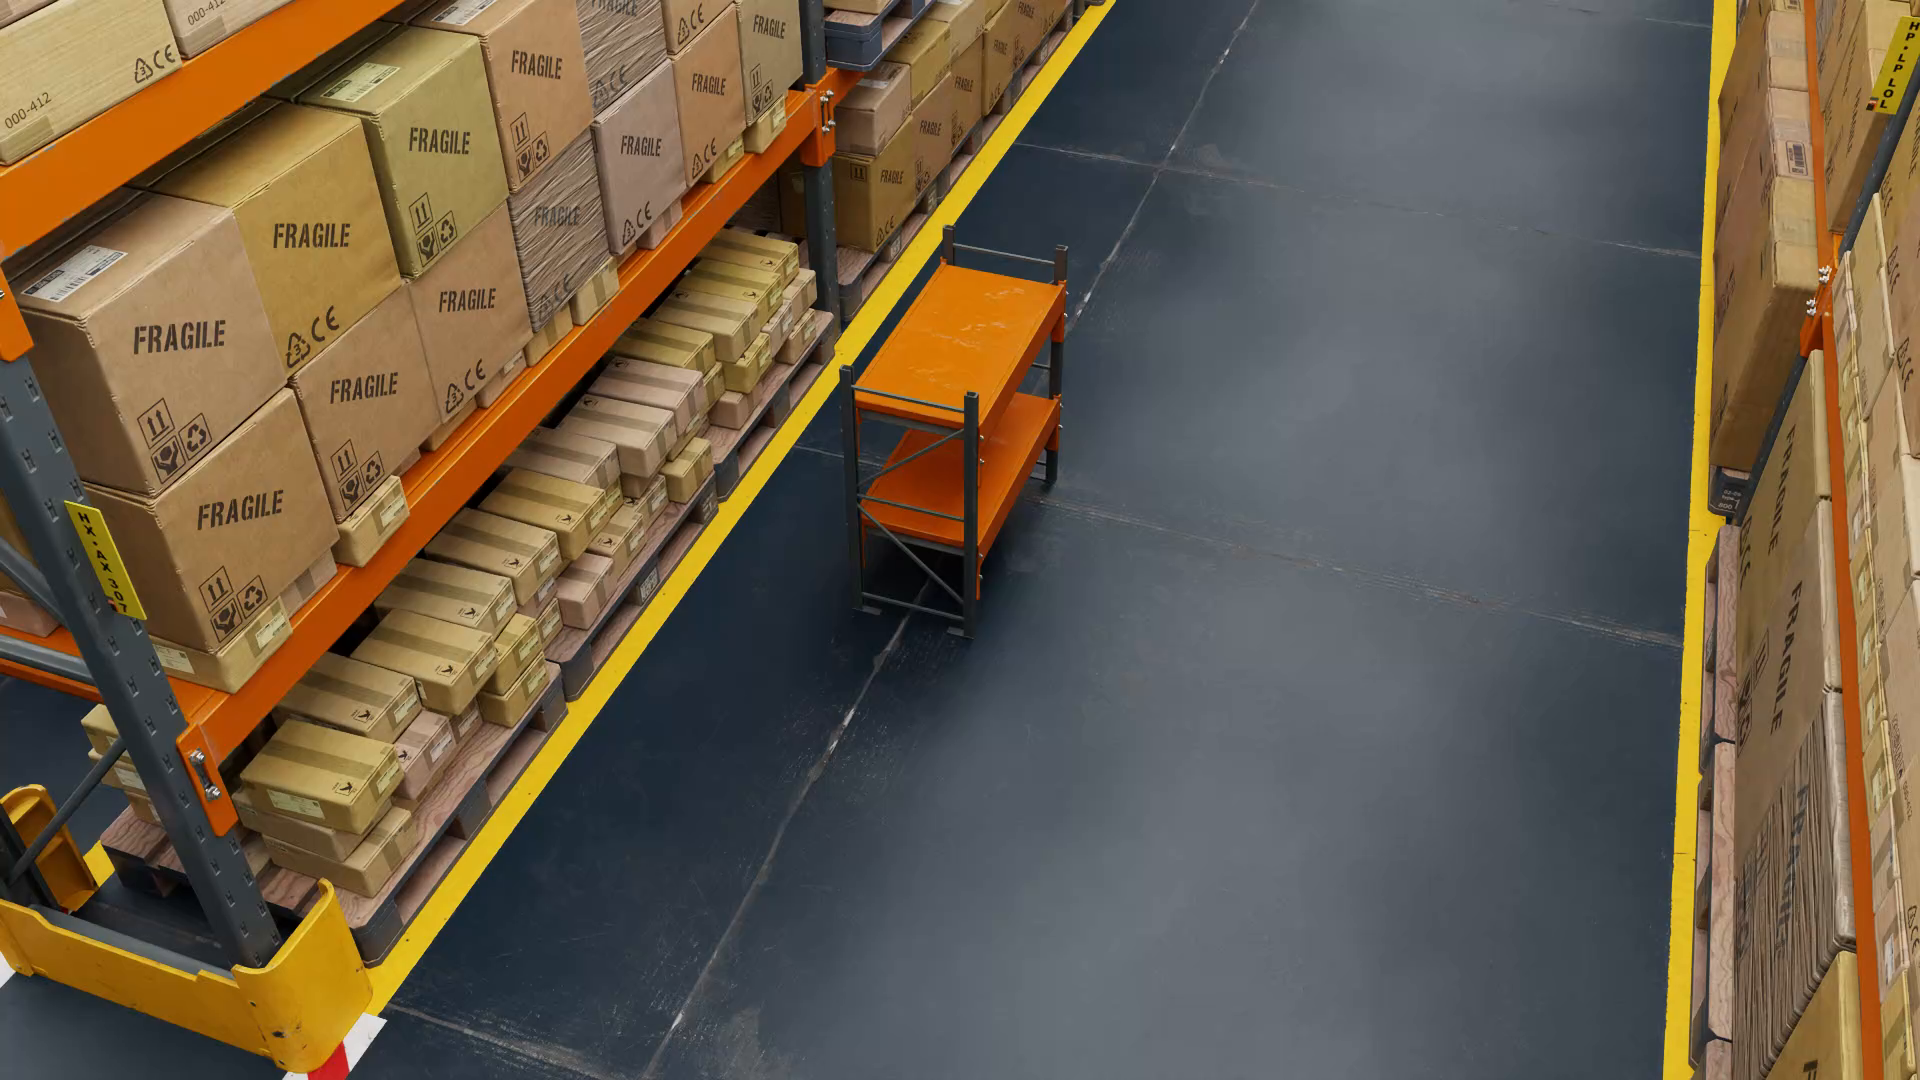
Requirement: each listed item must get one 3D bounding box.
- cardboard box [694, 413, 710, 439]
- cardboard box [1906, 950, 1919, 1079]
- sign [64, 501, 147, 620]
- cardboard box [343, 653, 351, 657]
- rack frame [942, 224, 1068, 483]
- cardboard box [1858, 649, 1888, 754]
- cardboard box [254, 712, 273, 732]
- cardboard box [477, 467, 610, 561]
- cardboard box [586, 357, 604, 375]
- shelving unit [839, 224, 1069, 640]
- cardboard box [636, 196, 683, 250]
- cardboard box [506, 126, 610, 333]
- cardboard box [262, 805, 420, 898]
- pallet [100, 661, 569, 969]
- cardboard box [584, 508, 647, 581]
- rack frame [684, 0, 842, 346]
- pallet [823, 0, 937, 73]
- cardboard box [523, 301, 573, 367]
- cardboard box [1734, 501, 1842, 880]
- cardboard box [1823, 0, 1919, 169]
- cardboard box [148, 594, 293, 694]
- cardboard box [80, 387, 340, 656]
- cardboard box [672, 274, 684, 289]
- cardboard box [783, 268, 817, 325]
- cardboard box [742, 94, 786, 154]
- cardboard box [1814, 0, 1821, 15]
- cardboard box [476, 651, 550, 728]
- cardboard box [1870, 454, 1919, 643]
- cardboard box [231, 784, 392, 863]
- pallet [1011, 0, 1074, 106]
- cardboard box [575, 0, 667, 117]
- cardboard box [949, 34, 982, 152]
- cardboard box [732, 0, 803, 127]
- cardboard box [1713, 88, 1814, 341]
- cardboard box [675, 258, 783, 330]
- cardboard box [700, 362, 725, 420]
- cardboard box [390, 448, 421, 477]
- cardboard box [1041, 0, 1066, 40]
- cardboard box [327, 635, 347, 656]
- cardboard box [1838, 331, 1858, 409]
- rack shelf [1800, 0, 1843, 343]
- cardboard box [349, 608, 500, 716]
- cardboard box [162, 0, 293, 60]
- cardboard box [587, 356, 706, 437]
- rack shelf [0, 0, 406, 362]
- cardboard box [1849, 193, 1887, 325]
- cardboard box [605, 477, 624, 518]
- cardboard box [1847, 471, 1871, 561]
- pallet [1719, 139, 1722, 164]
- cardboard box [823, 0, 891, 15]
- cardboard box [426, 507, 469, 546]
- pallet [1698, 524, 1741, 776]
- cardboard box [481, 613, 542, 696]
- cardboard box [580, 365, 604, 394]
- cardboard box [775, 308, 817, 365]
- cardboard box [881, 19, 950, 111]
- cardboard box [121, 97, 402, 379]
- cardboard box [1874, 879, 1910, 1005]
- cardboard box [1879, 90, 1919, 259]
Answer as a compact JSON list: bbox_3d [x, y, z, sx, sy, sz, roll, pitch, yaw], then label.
[{"bbox_3d":[-1.267,-0.493,6.890,0.380,0.149,0.250,12,42,14],"label":"cardboard box"},{"bbox_3d":[2.123,1.010,3.142,0.500,0.250,0.500,13,42,14],"label":"cardboard box"},{"bbox_3d":[-1.910,0.049,3.715,0.100,0.325,0.005,13,42,15],"label":"sign"},{"bbox_3d":[-2.272,0.494,5.733,0.380,0.149,0.250,13,42,15],"label":"cardboard box"},{"bbox_3d":[0.172,-0.734,6.743,0.500,1.125,0.032,13,42,15],"label":"rack frame"},{"bbox_3d":[2.455,0.444,4.112,0.380,0.149,0.250,13,42,15],"label":"cardboard box"},{"bbox_3d":[-2.337,0.436,5.342,0.380,0.149,0.250,14,42,16],"label":"cardboard box"},{"bbox_3d":[-1.490,-0.095,5.965,0.380,0.149,0.250,14,42,16],"label":"cardboard box"},{"bbox_3d":[-1.622,-0.835,6.833,0.380,0.149,0.250,12,42,14],"label":"cardboard box"},{"bbox_3d":[-0.002,-0.424,6.380,0.538,1.125,1.048,13,42,15],"label":"shelving unit"},{"bbox_3d":[-1.239,-1.205,6.045,0.380,0.149,0.250,12,42,13],"label":"cardboard box"},{"bbox_3d":[-1.499,-1.046,5.359,0.500,0.500,0.500,12,42,14],"label":"cardboard box"},{"bbox_3d":[-1.940,0.934,5.217,0.380,0.149,0.250,14,42,16],"label":"cardboard box"},{"bbox_3d":[-2.083,0.784,5.668,1.003,0.211,1.213,13,42,15],"label":"pallet"},{"bbox_3d":[-1.423,-0.013,6.327,0.380,0.149,0.250,13,42,15],"label":"cardboard box"},{"bbox_3d":[-1.052,-2.182,6.996,1.000,3.000,0.127,13,42,15],"label":"rack frame"},{"bbox_3d":[-0.654,-2.543,7.567,1.003,0.211,1.213,13,42,15],"label":"pallet"},{"bbox_3d":[-1.515,-0.734,5.493,0.380,0.149,0.250,15,43,17],"label":"cardboard box"},{"bbox_3d":[2.966,0.563,5.093,0.875,0.875,0.875,13,42,15],"label":"cardboard box"},{"bbox_3d":[3.654,-1.704,6.359,0.500,0.500,0.500,15,43,16],"label":"cardboard box"},{"bbox_3d":[-2.001,0.228,4.365,0.380,0.149,0.250,13,42,15],"label":"cardboard box"},{"bbox_3d":[-2.007,-0.106,4.257,0.500,0.500,0.500,15,43,17],"label":"cardboard box"},{"bbox_3d":[-1.476,-1.220,7.513,0.380,0.149,0.250,15,43,17],"label":"cardboard box"},{"bbox_3d":[-0.861,-1.108,7.381,0.380,0.149,0.250,14,42,16],"label":"cardboard box"},{"bbox_3d":[-0.915,-1.679,6.600,0.380,0.149,0.250,12,42,14],"label":"cardboard box"},{"bbox_3d":[4.174,-2.633,7.448,0.500,0.500,0.500,13,42,14],"label":"cardboard box"},{"bbox_3d":[-1.658,0.472,5.759,0.380,0.149,0.250,14,42,16],"label":"cardboard box"},{"bbox_3d":[2.645,0.071,4.242,0.500,0.250,0.500,13,42,15],"label":"cardboard box"},{"bbox_3d":[-1.999,0.807,5.137,0.380,0.149,0.250,15,43,17],"label":"cardboard box"},{"bbox_3d":[0.047,-3.085,10.203,1.003,0.211,1.213,13,42,15],"label":"pallet"},{"bbox_3d":[-1.319,-1.741,5.403,0.500,0.500,0.500,14,43,16],"label":"cardboard box"},{"bbox_3d":[-0.204,-2.428,8.887,0.500,0.500,0.500,14,42,16],"label":"cardboard box"},{"bbox_3d":[-0.952,-1.976,6.448,0.500,0.500,0.500,13,42,15],"label":"cardboard box"},{"bbox_3d":[4.079,-1.311,7.289,1.225,0.875,0.875,12,42,14],"label":"cardboard box"},{"bbox_3d":[-0.979,-1.044,7.077,0.380,0.149,0.250,14,42,16],"label":"cardboard box"},{"bbox_3d":[-1.195,-0.641,6.834,0.380,0.149,0.250,14,42,15],"label":"cardboard box"},{"bbox_3d":[-1.851,-0.277,4.957,0.380,0.149,0.250,15,43,17],"label":"cardboard box"},{"bbox_3d":[0.337,-3.371,9.993,0.500,0.500,0.500,13,42,15],"label":"cardboard box"},{"bbox_3d":[-2.331,0.367,5.653,0.380,0.149,0.250,12,42,13],"label":"cardboard box"},{"bbox_3d":[2.982,-0.496,5.214,0.380,0.149,0.250,15,43,16],"label":"cardboard box"},{"bbox_3d":[4.258,-1.966,7.297,1.077,0.370,4.000,13,42,15],"label":"rack shelf"},{"bbox_3d":[-1.733,0.392,5.394,0.380,0.149,0.250,13,42,15],"label":"cardboard box"},{"bbox_3d":[-1.842,-1.364,3.842,0.500,0.250,0.500,15,43,16],"label":"cardboard box"},{"bbox_3d":[-1.225,-0.564,6.515,0.380,0.149,0.250,11,42,13],"label":"cardboard box"},{"bbox_3d":[-1.736,-1.830,4.827,1.077,0.370,4.000,13,42,15],"label":"rack shelf"},{"bbox_3d":[3.168,-0.847,5.318,0.500,0.250,0.500,13,42,14],"label":"cardboard box"},{"bbox_3d":[-1.505,-0.169,6.281,0.380,0.149,0.250,15,43,17],"label":"cardboard box"},{"bbox_3d":[2.718,-0.027,4.664,0.380,0.149,0.250,14,42,16],"label":"cardboard box"},{"bbox_3d":[4.602,-1.934,8.855,1.003,0.211,1.213,13,42,15],"label":"pallet"},{"bbox_3d":[-0.485,-2.384,7.104,0.380,0.149,0.250,11,42,13],"label":"cardboard box"},{"bbox_3d":[-2.061,-0.104,6.205,0.380,0.149,0.250,15,43,17],"label":"cardboard box"},{"bbox_3d":[3.241,0.488,6.016,1.003,0.211,1.213,13,42,15],"label":"pallet"},{"bbox_3d":[-1.662,0.351,5.671,0.380,0.149,0.250,15,43,16],"label":"cardboard box"},{"bbox_3d":[-1.623,-0.725,6.933,0.380,0.149,0.250,11,42,13],"label":"cardboard box"},{"bbox_3d":[-0.866,-0.942,7.416,0.380,0.149,0.250,14,42,16],"label":"cardboard box"},{"bbox_3d":[-0.371,-2.394,8.269,0.500,0.250,0.500,14,43,16],"label":"cardboard box"},{"bbox_3d":[-1.850,-0.798,4.298,0.500,0.500,0.500,14,43,16],"label":"cardboard box"},{"bbox_3d":[2.194,0.913,3.562,0.380,0.149,0.250,13,42,15],"label":"cardboard box"},{"bbox_3d":[3.171,-1.126,5.067,0.500,0.500,0.500,13,42,15],"label":"cardboard box"}]
